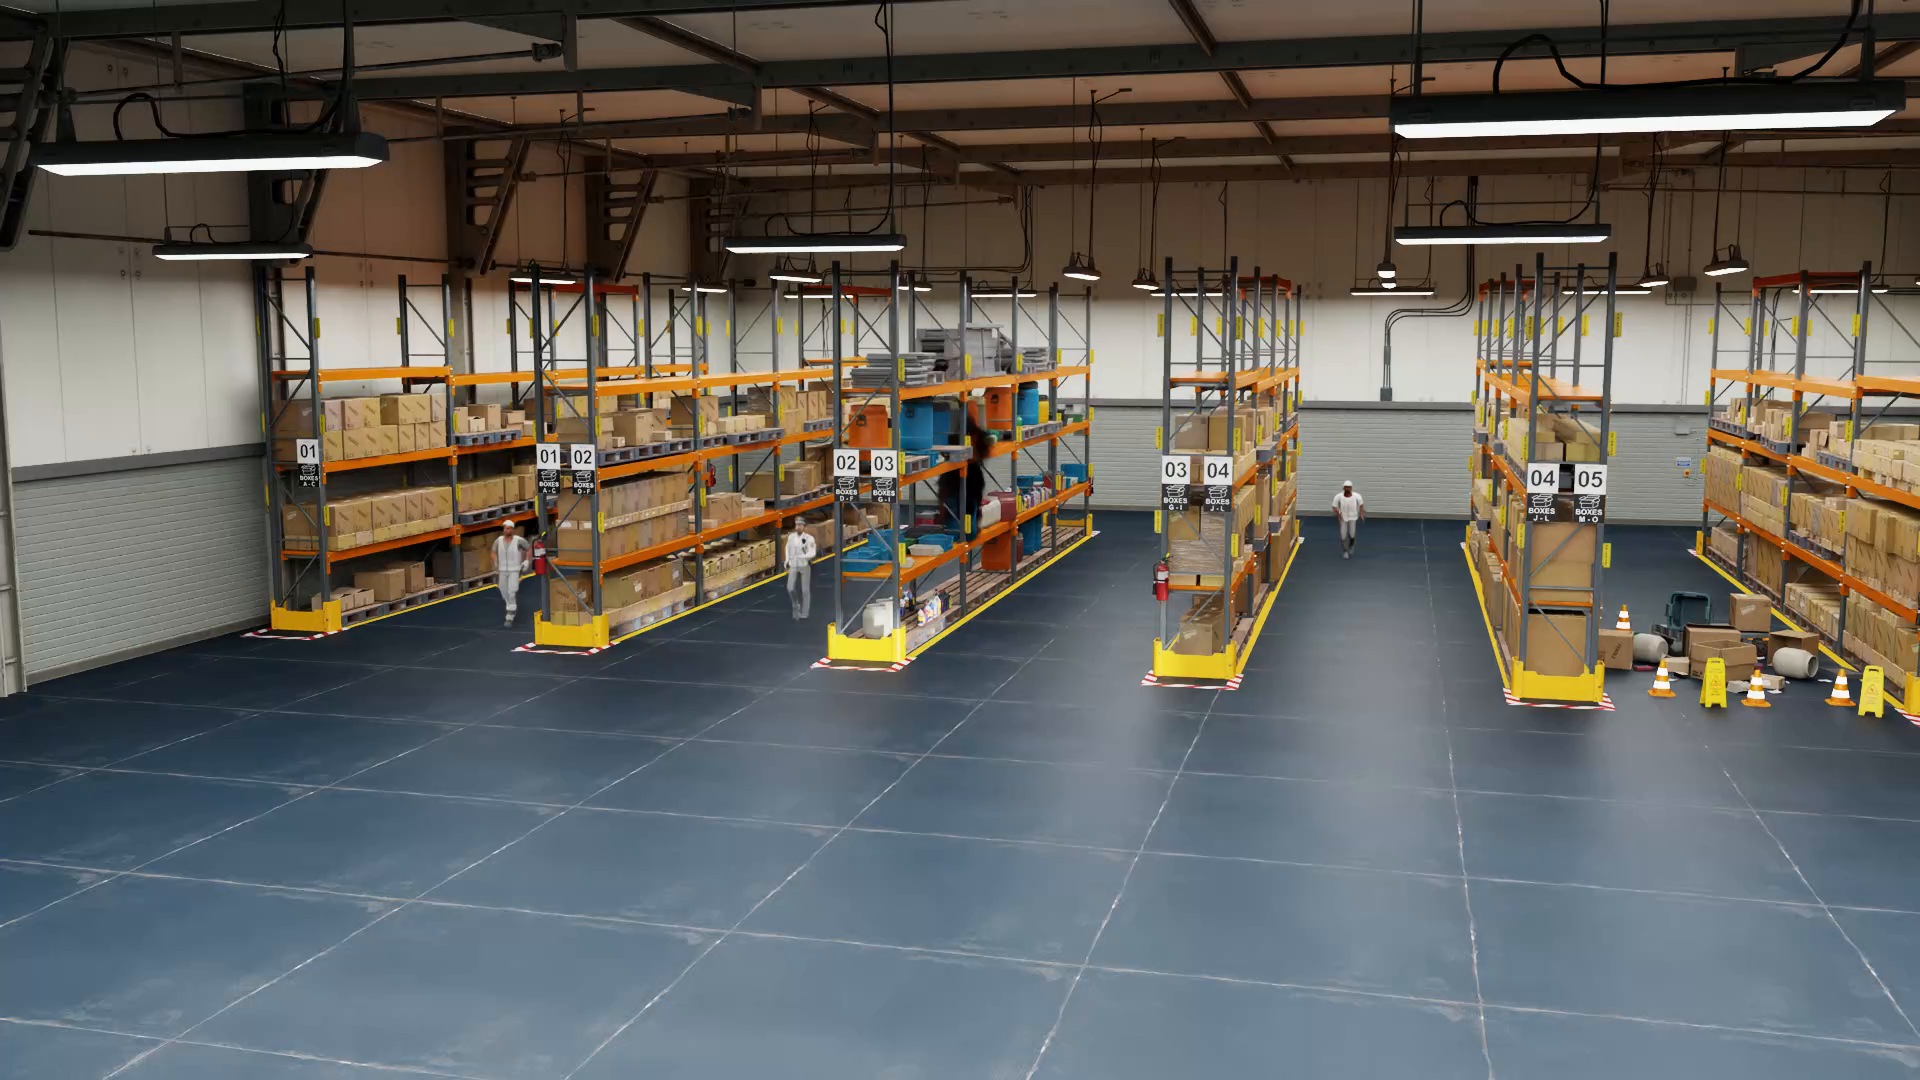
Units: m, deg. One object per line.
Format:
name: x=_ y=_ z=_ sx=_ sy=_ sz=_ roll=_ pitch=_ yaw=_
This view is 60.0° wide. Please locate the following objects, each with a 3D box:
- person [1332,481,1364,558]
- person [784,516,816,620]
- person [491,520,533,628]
person: x=8.441 y=-0.438 z=36.173 sx=0.689 sy=1.713 sz=0.629 roll=1 pitch=7 yaw=11
person: x=-2.622 y=0.462 z=27.010 sx=0.593 sy=1.702 sz=0.620 roll=2 pitch=7 yaw=12
person: x=-7.621 y=0.544 z=28.251 sx=0.685 sy=1.790 sz=0.833 roll=1 pitch=7 yaw=4
